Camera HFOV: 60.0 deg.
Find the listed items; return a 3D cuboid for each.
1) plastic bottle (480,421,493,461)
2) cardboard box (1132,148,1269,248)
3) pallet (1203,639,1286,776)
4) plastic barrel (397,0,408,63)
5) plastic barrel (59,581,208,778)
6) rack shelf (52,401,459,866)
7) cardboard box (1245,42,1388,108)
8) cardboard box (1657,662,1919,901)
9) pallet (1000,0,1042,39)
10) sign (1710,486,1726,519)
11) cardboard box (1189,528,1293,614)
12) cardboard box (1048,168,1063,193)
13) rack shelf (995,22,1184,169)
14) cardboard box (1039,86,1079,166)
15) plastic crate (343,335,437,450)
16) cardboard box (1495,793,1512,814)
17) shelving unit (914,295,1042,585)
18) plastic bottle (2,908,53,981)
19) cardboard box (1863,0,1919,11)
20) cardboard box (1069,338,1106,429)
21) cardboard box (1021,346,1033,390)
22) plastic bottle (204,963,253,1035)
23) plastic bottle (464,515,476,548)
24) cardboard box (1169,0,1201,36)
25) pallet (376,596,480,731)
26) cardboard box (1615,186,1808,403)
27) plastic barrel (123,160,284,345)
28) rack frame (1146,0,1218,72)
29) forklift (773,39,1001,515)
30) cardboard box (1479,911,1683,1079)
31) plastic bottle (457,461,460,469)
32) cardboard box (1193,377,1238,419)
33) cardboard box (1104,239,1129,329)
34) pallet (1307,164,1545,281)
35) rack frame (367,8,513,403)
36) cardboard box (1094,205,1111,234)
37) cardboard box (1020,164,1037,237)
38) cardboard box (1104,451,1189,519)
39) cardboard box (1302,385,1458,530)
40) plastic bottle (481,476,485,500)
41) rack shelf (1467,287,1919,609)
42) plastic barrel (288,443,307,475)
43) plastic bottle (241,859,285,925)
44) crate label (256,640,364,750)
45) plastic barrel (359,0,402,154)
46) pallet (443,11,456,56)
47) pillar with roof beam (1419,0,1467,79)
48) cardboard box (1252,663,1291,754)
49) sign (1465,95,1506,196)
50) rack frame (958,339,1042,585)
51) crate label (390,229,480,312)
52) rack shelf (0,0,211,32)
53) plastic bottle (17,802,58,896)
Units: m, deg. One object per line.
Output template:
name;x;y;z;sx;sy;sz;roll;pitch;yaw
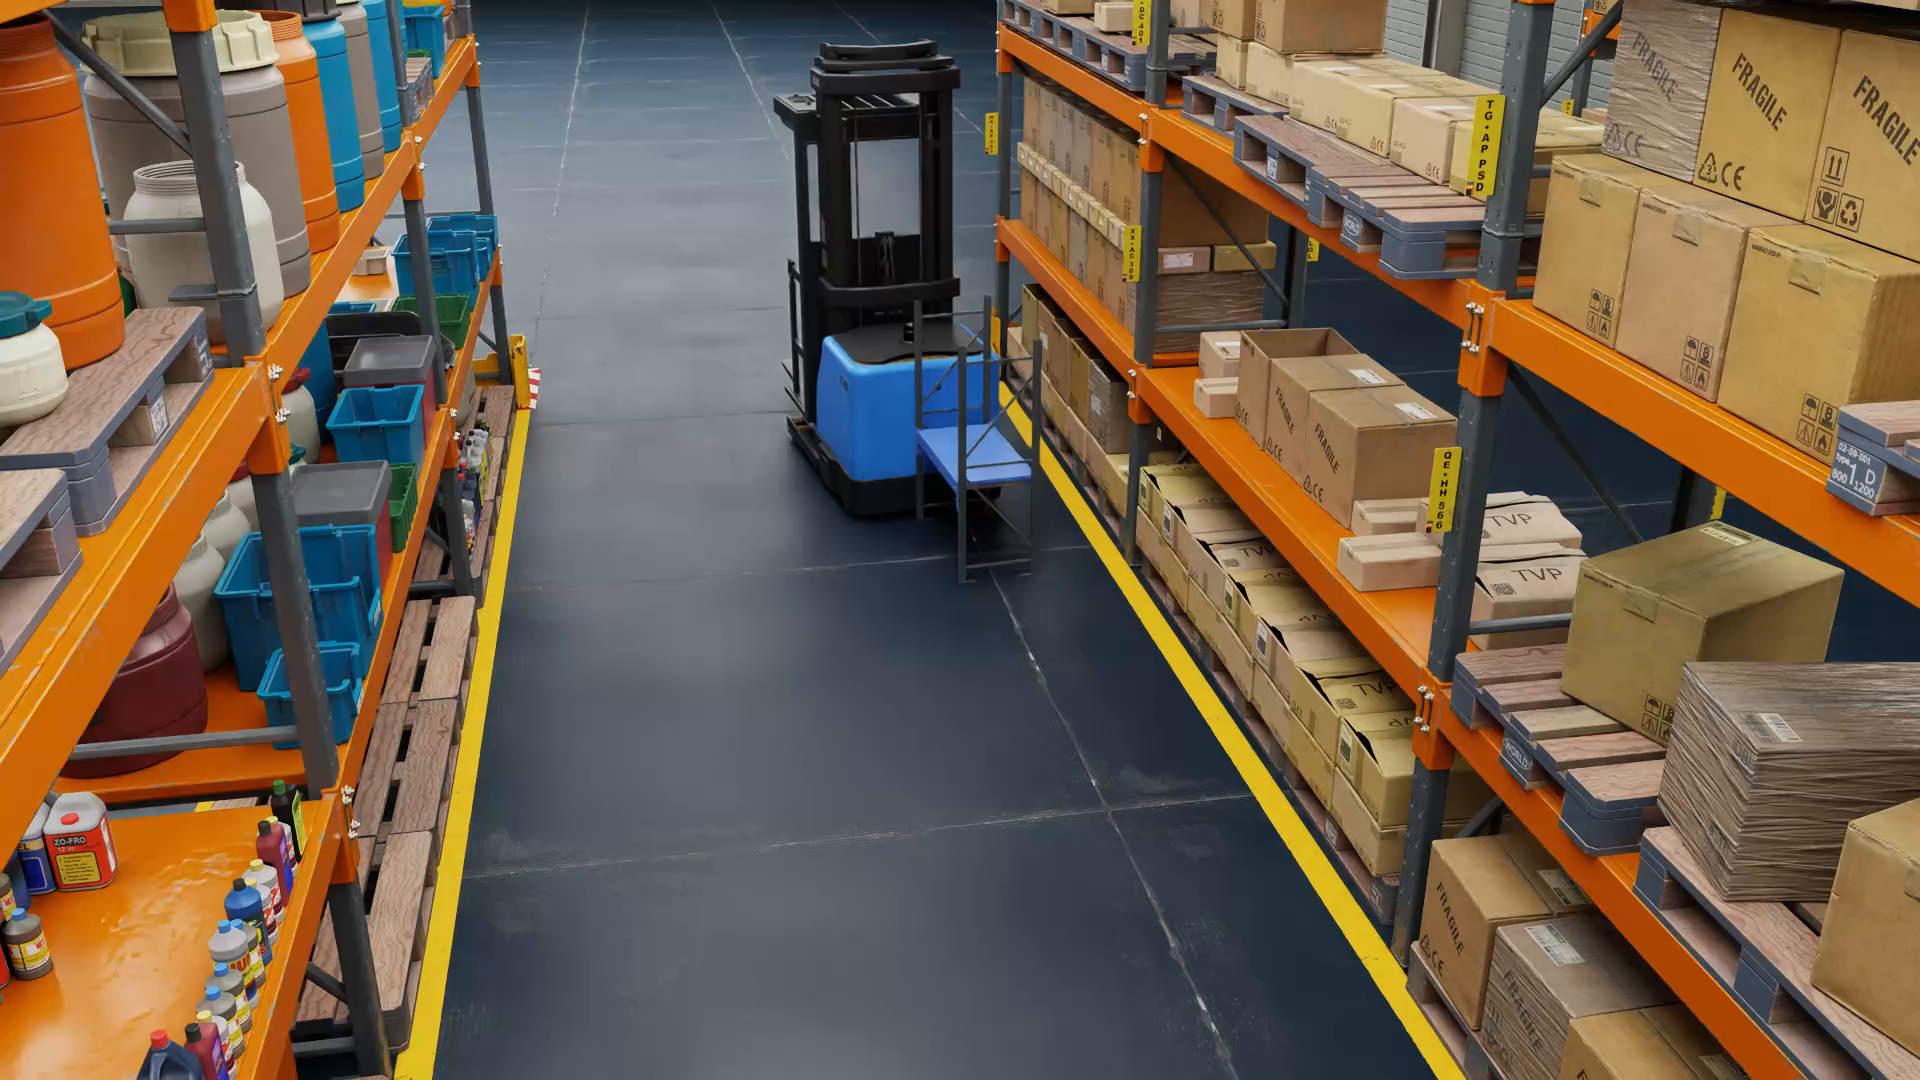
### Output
plastic bottle;-3.260;-0.693;11.433;0.061;0.283;0.133;-4;24;-8
cardboard box;1.450;-2.077;10.011;0.700;0.500;0.500;-4;24;-9
pallet;1.942;0.783;8.693;1.003;0.211;1.213;-4;24;-10
plastic barrel;-3.409;-3.093;9.186;0.600;0.901;0.708;-4;24;-10
plastic barrel;-2.975;0.454;5.793;0.600;0.536;0.708;-4;24;-10
rack shelf;-2.961;0.219;7.399;1.077;0.370;4.000;-4;24;-10
cardboard box;1.747;-2.302;8.187;0.500;0.250;0.500;-7;24;-15
cardboard box;2.486;0.686;4.782;0.700;0.500;0.500;0;24;0
pallet;0.904;-3.890;12.271;1.003;0.211;1.213;-4;24;-10
sign;2.809;-0.227;6.175;0.100;0.325;0.005;-4;24;-10
cardboard box;1.554;0.130;8.914;0.500;0.311;0.500;-5;24;-11
cardboard box;0.852;-2.602;12.026;0.380;0.149;0.250;-5;24;-12
rack shelf;1.168;-3.094;11.237;1.077;0.370;4.000;-4;24;-10
cardboard box;0.984;-3.064;12.272;0.700;0.500;0.500;-5;24;-11
plastic crate;-2.940;-0.759;8.659;0.402;0.464;0.583;-4;24;-10
cardboard box;2.469;0.894;7.165;0.500;0.311;0.500;-4;24;-8
shelving unit;0.093;-0.643;10.349;0.538;1.500;1.048;-6;24;-14
plastic bottle;-2.624;1.127;4.670;0.097;0.201;0.097;0;24;0
cardboard box;6.069;-3.241;10.526;0.500;0.500;0.500;-4;24;-8
cardboard box;1.060;-1.098;11.491;0.500;0.500;0.500;-4;24;-10
cardboard box;0.775;-1.344;12.991;0.500;0.250;0.500;-4;24;-10
plastic bottle;-1.961;1.224;4.448;0.097;0.201;0.097;0;24;0
plastic bottle;-2.996;-0.054;10.073;0.097;0.201;0.097;0;24;0
cardboard box;1.604;-3.283;10.182;0.500;0.311;0.500;-6;24;-13
pallet;-3.147;0.687;8.914;1.003;0.211;1.213;-4;24;-10
cardboard box;2.486;-0.740;4.823;0.910;0.500;0.500;-4;24;-10
plastic barrel;-2.347;-0.894;5.163;0.421;0.512;0.421;0;24;0
rack frame;1.538;-4.011;8.692;1.000;3.000;0.127;-4;24;-10
forklift;-0.661;-2.069;11.826;1.130;2.935;3.031;-7;25;-16
cardboard box;2.183;1.661;5.773;0.500;0.500;0.500;-5;24;-12
plastic bottle;-3.327;-0.419;10.816;0.152;0.276;0.135;-4;24;-10
cardboard box;1.501;-0.783;9.110;0.380;0.149;0.250;-4;24;-10
cardboard box;1.346;-1.689;10.745;0.700;0.500;0.500;-5;24;-10
pallet;2.064;-1.237;6.323;1.213;0.211;1.003;-3;24;-7
rack frame;-4.070;-2.470;12.659;1.000;3.000;0.127;-4;24;-10
cardboard box;1.091;-2.097;10.868;0.380;0.149;0.250;-4;24;-10
cardboard box;0.872;-2.697;13.052;0.700;0.500;0.500;-4;24;-10
cardboard box;1.237;-0.361;10.739;0.500;0.250;0.500;-4;24;-10
cardboard box;1.951;-0.394;7.778;0.500;0.500;0.500;-6;24;-13
plastic bottle;-3.136;-0.352;10.755;0.097;0.201;0.097;0;24;0
rack shelf;2.647;0.053;4.032;1.077;0.370;4.000;-4;24;-10
plastic barrel;-3.237;-0.302;7.866;0.301;0.262;0.301;0;24;0
plastic bottle;-2.051;1.032;4.887;0.097;0.201;0.097;0;24;0
crate label;-2.301;0.559;5.930;0.303;0.233;0.416;-4;24;-10
plastic barrel;-3.023;-2.317;7.934;0.600;0.901;0.708;-4;24;-10
pallet;-4.013;-3.426;11.335;1.003;0.211;1.213;-4;24;-10
pillar with roof beam;1.305;-7.783;17.327;9.100;9.000;0.400;-4;24;-10
cardboard box;1.752;0.789;8.106;0.500;0.250;0.500;-4;24;-9
sign;1.731;-1.299;5.484;0.100;0.325;0.005;-4;24;-10
rack frame;0.231;-0.447;9.901;0.500;1.500;0.032;-6;24;-14
crate label;-3.464;-1.783;11.040;0.502;0.435;0.616;-4;24;-10
rack shelf;-2.221;-0.773;2.676;1.077;0.370;4.000;-4;24;-10
plastic bottle;-2.829;0.927;5.034;0.152;0.276;0.135;-4;24;-10
